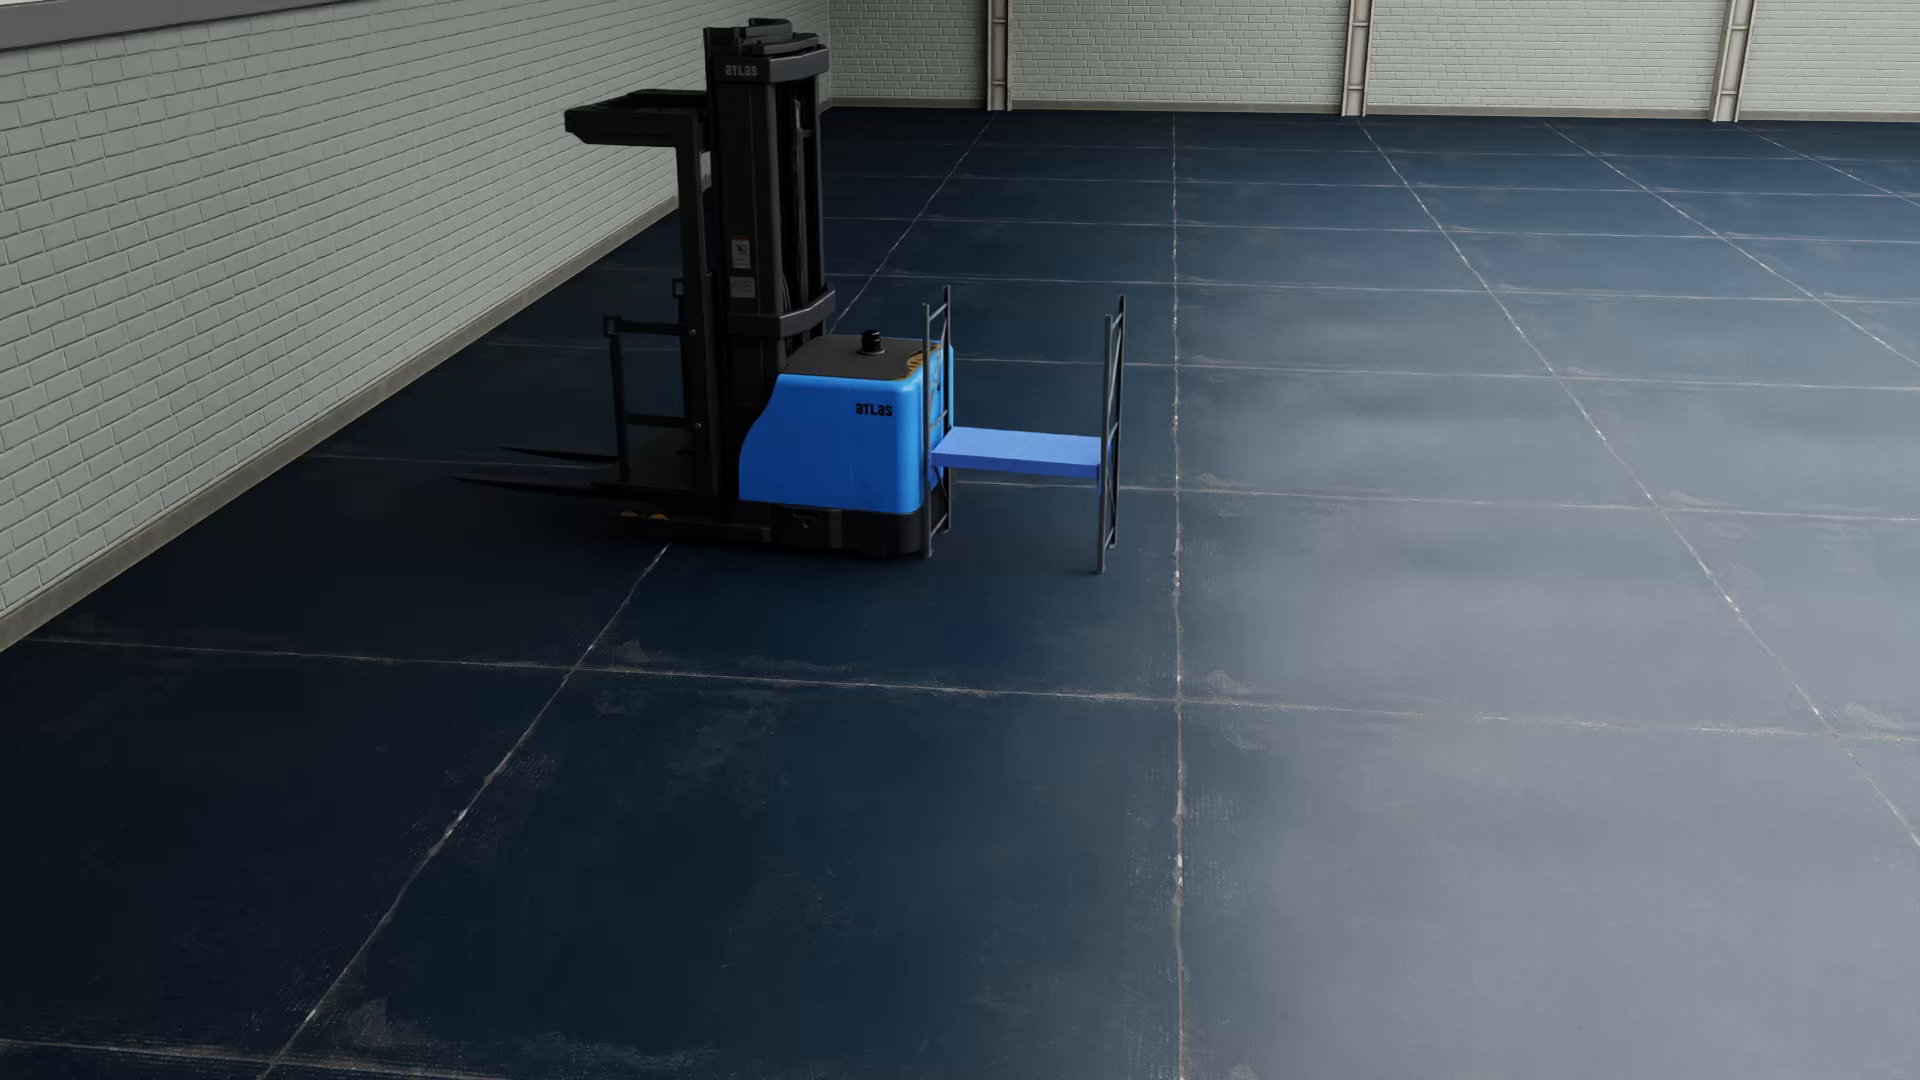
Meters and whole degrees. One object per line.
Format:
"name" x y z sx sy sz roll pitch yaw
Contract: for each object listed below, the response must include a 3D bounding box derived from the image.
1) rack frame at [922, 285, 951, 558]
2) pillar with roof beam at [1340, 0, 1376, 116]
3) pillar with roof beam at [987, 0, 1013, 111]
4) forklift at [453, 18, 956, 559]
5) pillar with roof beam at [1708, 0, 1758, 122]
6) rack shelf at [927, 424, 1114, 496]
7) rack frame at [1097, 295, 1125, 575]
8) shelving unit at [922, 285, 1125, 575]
"rack frame" -0.133 -0.681 9.622 0.032 1.500 0.500 5 22 13
"pillar with roof beam" 6.135 -9.809 22.511 0.400 9.000 9.100 2 22 6
"pillar with roof beam" 0.177 -10.068 23.168 0.400 9.000 9.100 2 22 6
"forklift" -1.600 -1.531 9.826 3.031 2.935 1.130 5 22 13
"pillar with roof beam" 12.093 -9.549 21.854 0.400 9.000 9.100 2 22 6
"rack shelf" 0.360 -0.468 9.574 1.000 0.185 0.538 5 22 13
"rack frame" 0.854 -0.590 9.393 0.032 1.500 0.500 5 22 13
"shelving unit" 0.360 -0.636 9.508 1.048 1.500 0.538 5 22 13
